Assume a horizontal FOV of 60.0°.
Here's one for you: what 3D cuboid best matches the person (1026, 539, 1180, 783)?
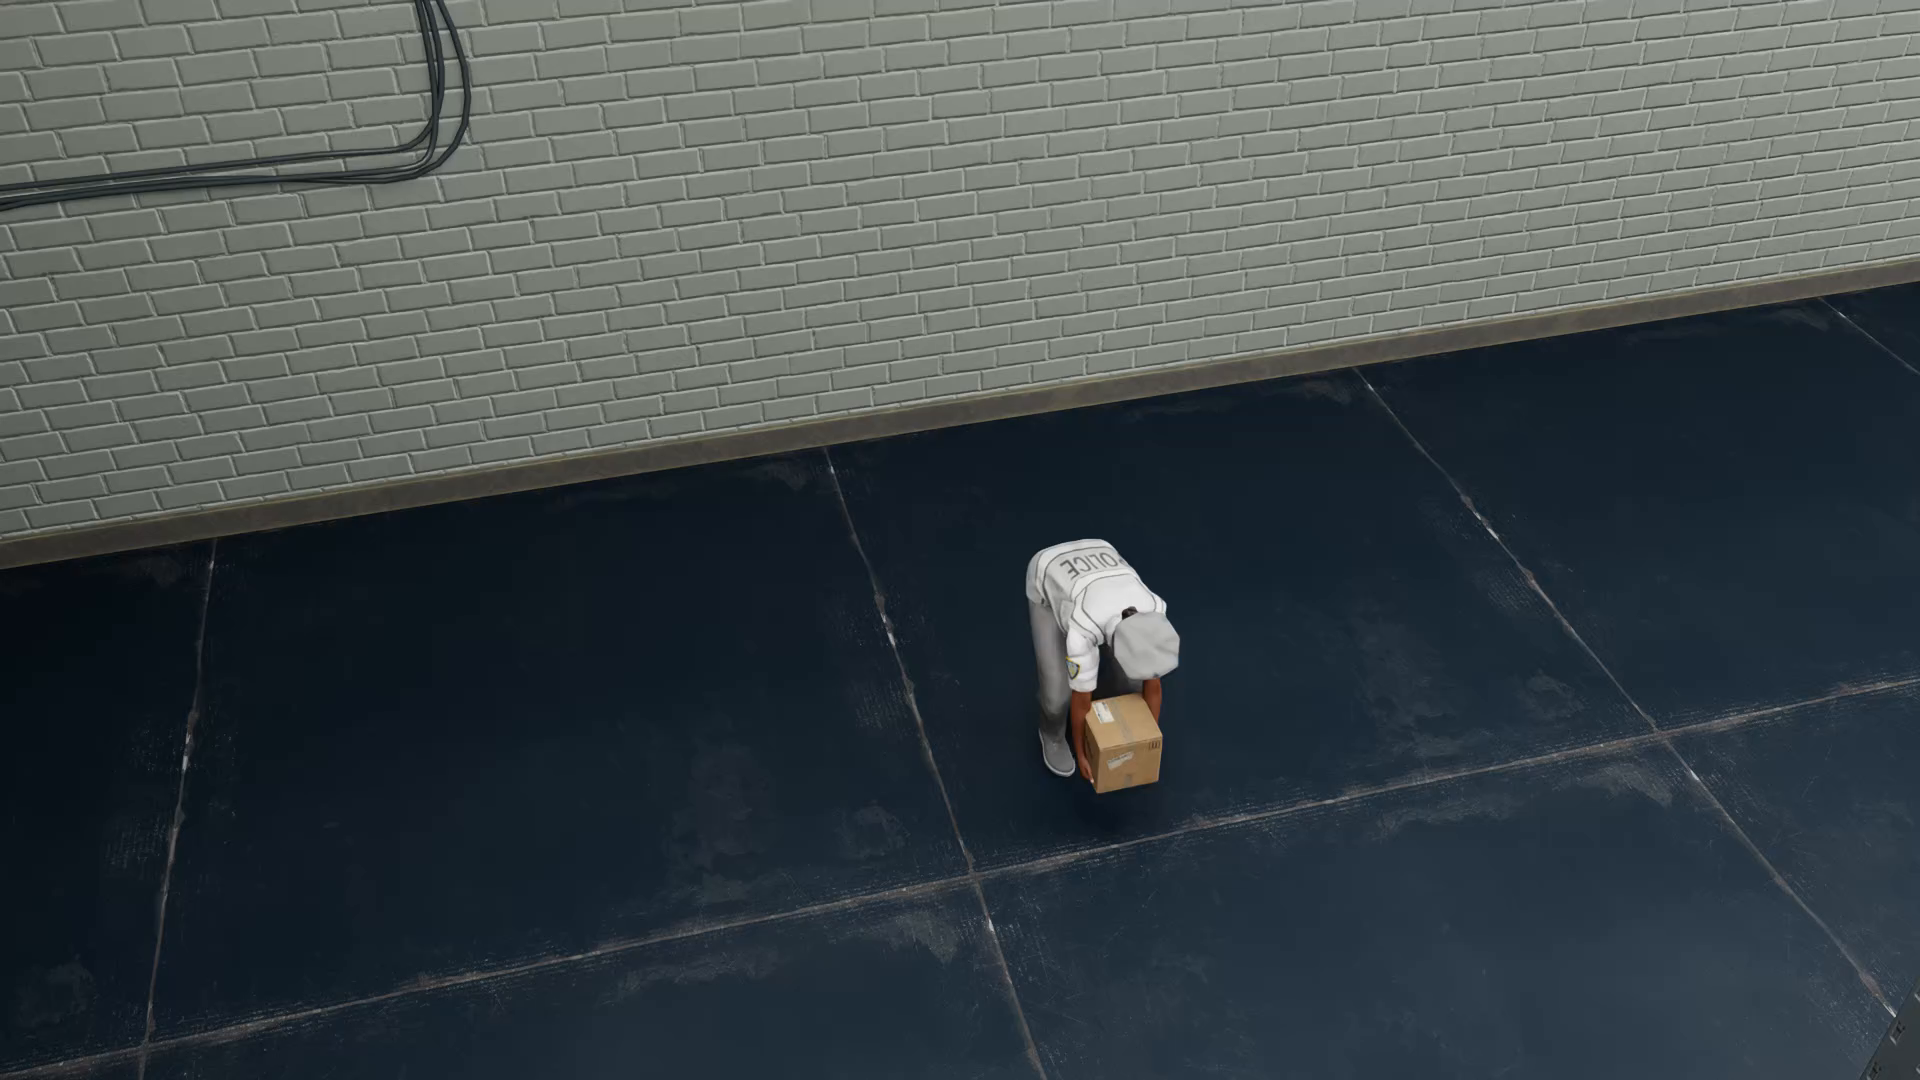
[{"bbox_3d":[0.554,0.523,6.510,0.449,1.101,0.931,-11,40,-14],"label":"person"}]
